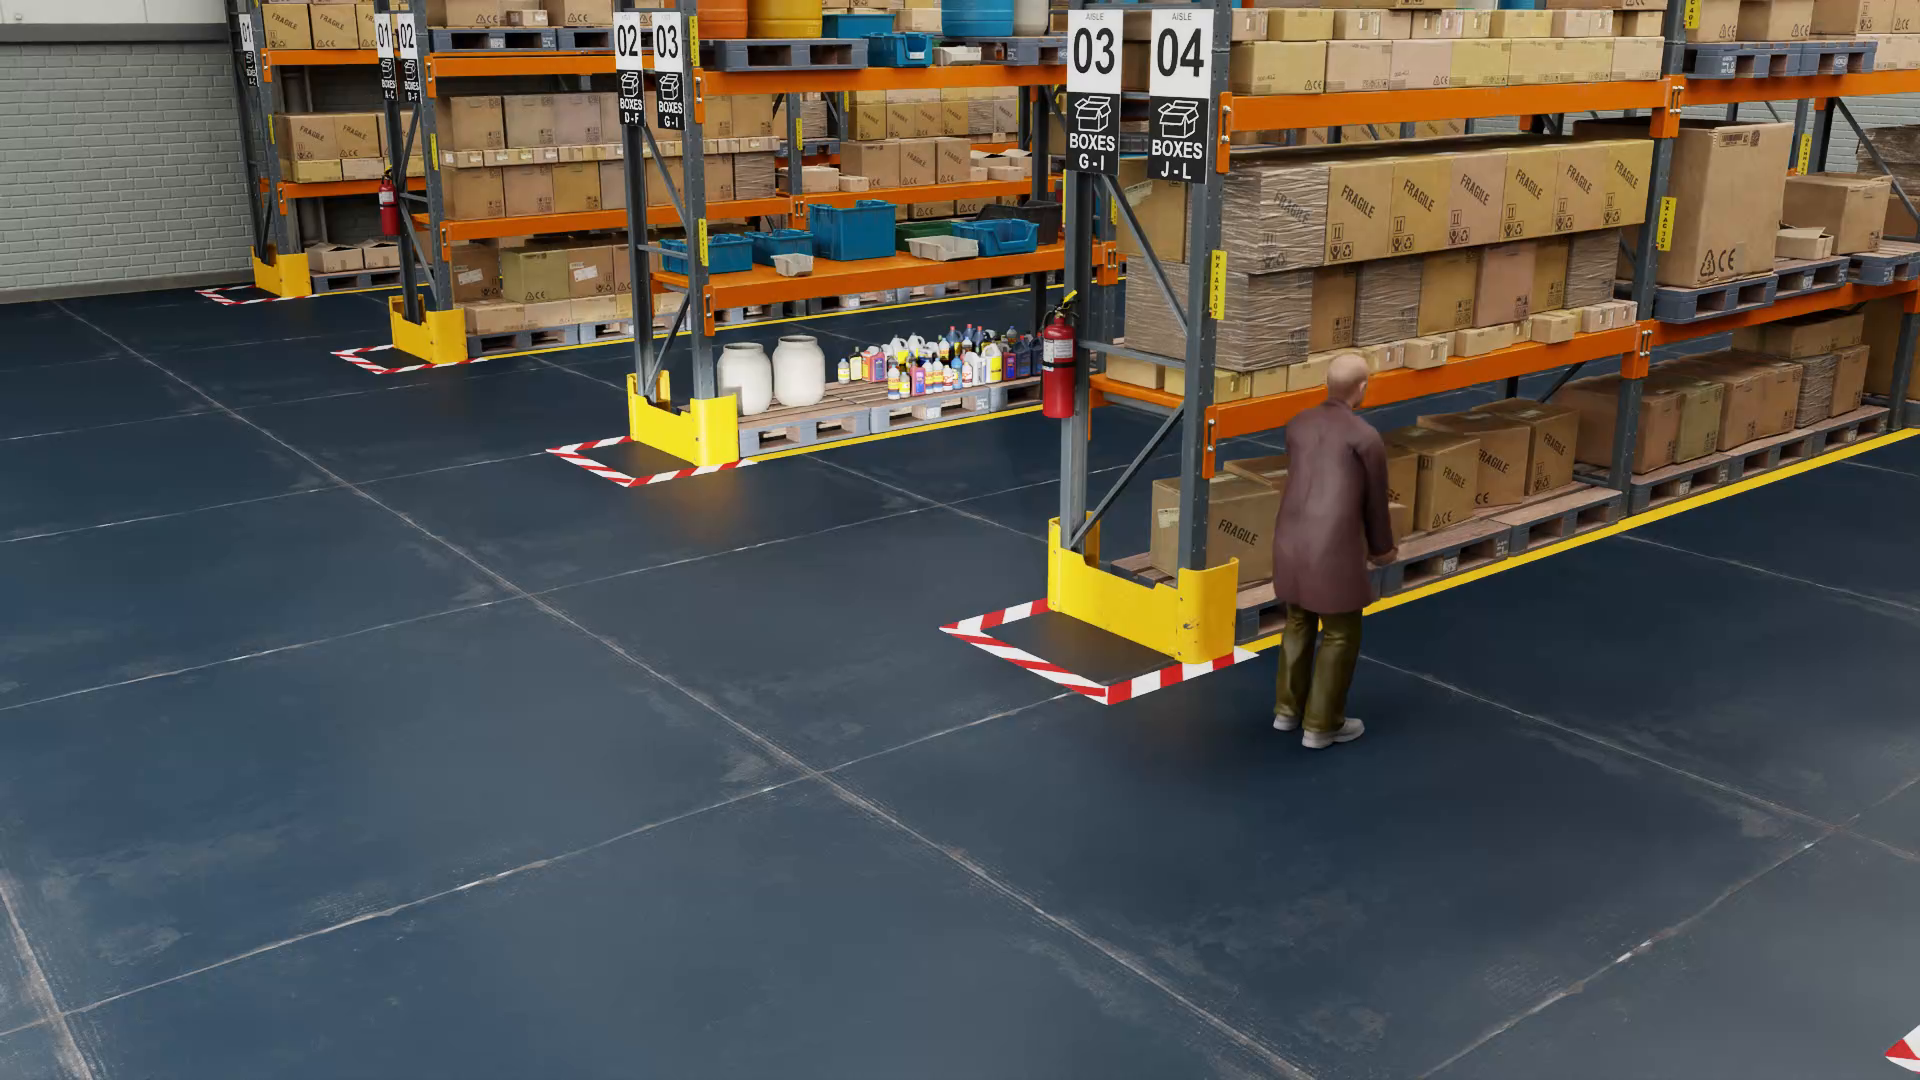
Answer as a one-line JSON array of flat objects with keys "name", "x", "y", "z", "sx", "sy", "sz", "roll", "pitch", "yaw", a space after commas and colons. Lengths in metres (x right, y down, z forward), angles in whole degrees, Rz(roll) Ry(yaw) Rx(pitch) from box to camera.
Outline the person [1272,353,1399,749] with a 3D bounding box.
[{"name": "person", "x": 1.692, "y": 0.035, "z": 7.504, "sx": 0.592, "sy": 1.760, "sz": 0.529, "roll": -14, "pitch": 22, "yaw": -38}]
